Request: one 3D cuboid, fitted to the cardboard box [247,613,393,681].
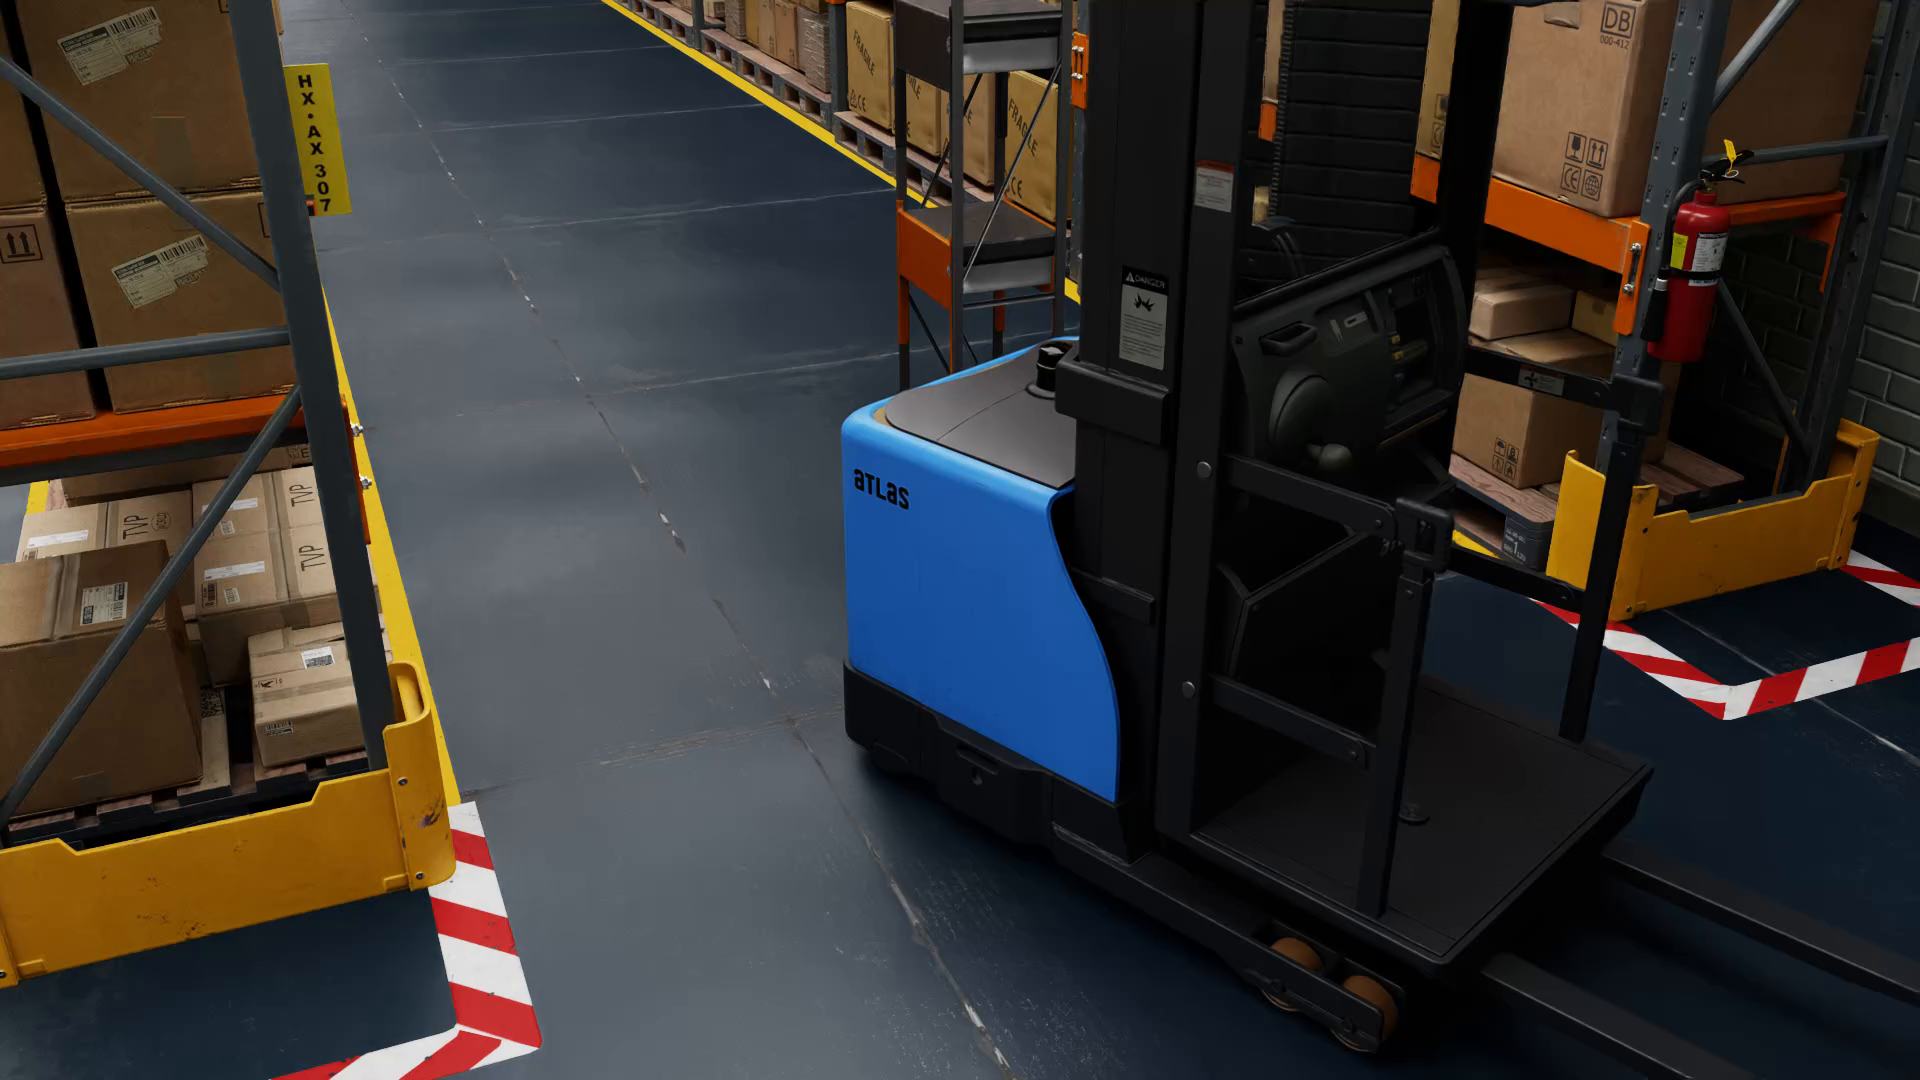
[{"bbox_3d":[-1.848,0.360,4.822,0.380,0.166,0.250,-11,28,-21],"label":"cardboard box"}]

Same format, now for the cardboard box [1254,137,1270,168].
[{"bbox_3d":[1.412,-1.984,8.526,0.380,0.149,0.250,-11,28,-21],"label":"cardboard box"}]

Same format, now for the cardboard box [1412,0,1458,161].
[{"bbox_3d":[2.150,-1.870,6.319,0.980,0.700,0.700,-11,28,-21],"label":"cardboard box"}]

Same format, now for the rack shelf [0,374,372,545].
[{"bbox_3d":[-2.685,-0.871,5.434,1.077,0.370,4.000,-11,28,-21],"label":"rack shelf"}]

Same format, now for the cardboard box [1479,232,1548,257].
[{"bbox_3d":[2.225,-1.151,6.819,0.380,0.149,0.250,-10,28,-20],"label":"cardboard box"}]

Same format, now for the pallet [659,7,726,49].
[{"bbox_3d":[-2.341,-5.096,16.446,1.003,0.211,1.213,-11,28,-21],"label":"pallet"}]

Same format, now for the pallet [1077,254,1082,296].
[{"bbox_3d":[1.314,-1.280,8.632,1.003,0.211,1.213,-11,28,-21],"label":"pallet"}]

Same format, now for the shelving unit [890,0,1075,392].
[{"bbox_3d":[0.065,-0.877,5.652,0.431,2.100,0.503,-11,28,-21],"label":"shelving unit"}]

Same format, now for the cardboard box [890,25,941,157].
[{"bbox_3d":[0.026,-3.017,10.982,0.750,0.750,0.750,-11,28,-21],"label":"cardboard box"}]

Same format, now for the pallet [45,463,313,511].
[{"bbox_3d":[-2.719,0.023,5.963,1.003,0.211,1.213,-11,28,-21],"label":"pallet"}]

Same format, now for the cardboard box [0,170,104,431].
[{"bbox_3d":[-2.328,-0.565,3.875,0.500,0.500,0.500,-10,28,-19],"label":"cardboard box"}]

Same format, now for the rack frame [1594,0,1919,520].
[{"bbox_3d":[2.654,-1.239,5.369,1.000,3.000,0.127,-11,28,-21],"label":"rack frame"}]

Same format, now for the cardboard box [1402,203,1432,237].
[{"bbox_3d":[2.023,-1.357,7.241,0.380,0.149,0.250,-10,28,-20],"label":"cardboard box"}]

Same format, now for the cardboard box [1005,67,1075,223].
[{"bbox_3d":[0.714,-2.317,9.548,0.750,0.750,0.750,-10,28,-20],"label":"cardboard box"}]

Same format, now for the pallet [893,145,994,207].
[{"bbox_3d":[0.235,-2.393,10.910,1.003,0.211,1.213,-11,28,-21],"label":"pallet"}]

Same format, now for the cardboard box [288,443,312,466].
[{"bbox_3d":[-2.691,-0.507,6.432,0.500,0.311,0.500,-11,28,-21],"label":"cardboard box"}]

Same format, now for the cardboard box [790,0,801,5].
[{"bbox_3d":[-1.180,-4.610,13.765,0.500,0.250,0.500,-11,28,-21],"label":"cardboard box"}]

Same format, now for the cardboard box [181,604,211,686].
[{"bbox_3d":[-2.418,0.333,4.877,0.380,0.166,0.250,-11,28,-21],"label":"cardboard box"}]

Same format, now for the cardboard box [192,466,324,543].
[{"bbox_3d":[-2.246,-0.021,5.506,0.500,0.250,0.500,-11,28,-21],"label":"cardboard box"}]

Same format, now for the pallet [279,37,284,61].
[{"bbox_3d":[-3.681,-2.256,7.671,1.003,0.211,1.213,-11,28,-21],"label":"pallet"}]

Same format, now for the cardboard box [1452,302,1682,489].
[{"bbox_3d":[2.288,-0.570,6.369,0.700,0.500,0.500,-11,28,-21],"label":"cardboard box"}]

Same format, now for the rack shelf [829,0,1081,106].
[{"bbox_3d":[0.305,-3.338,10.488,1.077,0.370,4.000,-11,28,-21],"label":"rack shelf"}]

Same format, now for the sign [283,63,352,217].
[{"bbox_3d":[-1.403,-0.869,3.624,0.100,0.325,0.005,-11,28,-21],"label":"sign"}]

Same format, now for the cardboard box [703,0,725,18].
[{"bbox_3d":[-2.282,-5.219,16.248,0.380,0.166,0.250,-15,30,-27],"label":"cardboard box"}]

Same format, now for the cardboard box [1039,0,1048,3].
[{"bbox_3d":[0.574,-2.936,9.107,0.380,0.149,0.250,-10,28,-20],"label":"cardboard box"}]

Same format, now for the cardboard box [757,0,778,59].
[{"bbox_3d":[-1.330,-4.451,14.295,0.700,0.500,0.500,-10,28,-20],"label":"cardboard box"}]

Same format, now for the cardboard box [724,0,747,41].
[{"bbox_3d":[-1.741,-4.864,15.140,0.700,0.500,0.500,-10,28,-19],"label":"cardboard box"}]

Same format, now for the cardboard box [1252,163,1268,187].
[{"bbox_3d":[1.253,-1.722,7.989,0.380,0.149,0.250,-10,28,-19],"label":"cardboard box"}]

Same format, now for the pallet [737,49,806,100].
[{"bbox_3d":[-1.257,-4.023,14.249,1.003,0.211,1.213,-11,28,-21],"label":"pallet"}]

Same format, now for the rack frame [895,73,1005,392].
[{"bbox_3d":[-0.031,-0.975,5.854,0.400,2.100,0.015,-11,28,-21],"label":"rack frame"}]

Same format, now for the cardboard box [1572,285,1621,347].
[{"bbox_3d":[2.521,-0.845,6.194,0.380,0.149,0.250,-10,28,-20],"label":"cardboard box"}]

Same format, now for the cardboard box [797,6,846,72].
[{"bbox_3d":[-0.903,-4.053,13.479,0.700,0.500,0.500,-11,28,-21],"label":"cardboard box"}]

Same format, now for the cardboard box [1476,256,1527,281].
[{"bbox_3d":[1.970,-0.985,6.480,0.380,0.149,0.250,-10,28,-19],"label":"cardboard box"}]

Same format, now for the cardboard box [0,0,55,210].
[{"bbox_3d":[-2.329,-1.013,3.653,0.500,0.500,0.500,-11,28,-21],"label":"cardboard box"}]

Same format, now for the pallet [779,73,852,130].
[{"bbox_3d":[-0.783,-3.531,13.242,1.003,0.211,1.213,-11,28,-21],"label":"pallet"}]

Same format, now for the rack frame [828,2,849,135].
[{"bbox_3d":[-0.479,-4.469,11.984,1.000,3.000,0.127,-11,28,-21],"label":"rack frame"}]

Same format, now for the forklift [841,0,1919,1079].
[{"bbox_3d":[1.070,-0.398,3.725,3.031,2.935,1.130,23,34,39],"label":"forklift"}]

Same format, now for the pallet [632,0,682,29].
[{"bbox_3d":[-2.822,-5.589,17.456,1.003,0.211,1.213,-11,28,-21],"label":"pallet"}]

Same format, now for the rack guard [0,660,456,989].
[{"bbox_3d":[-1.932,0.706,4.234,1.175,0.500,0.348,-11,28,-21],"label":"rack guard"}]

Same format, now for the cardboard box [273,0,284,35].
[{"bbox_3d":[-3.448,-2.465,7.286,0.700,0.500,0.500,-22,34,-37],"label":"cardboard box"}]

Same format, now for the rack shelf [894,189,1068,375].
[{"bbox_3d":[0.065,-0.864,5.658,0.431,0.518,0.480,-11,28,-21],"label":"rack shelf"}]
